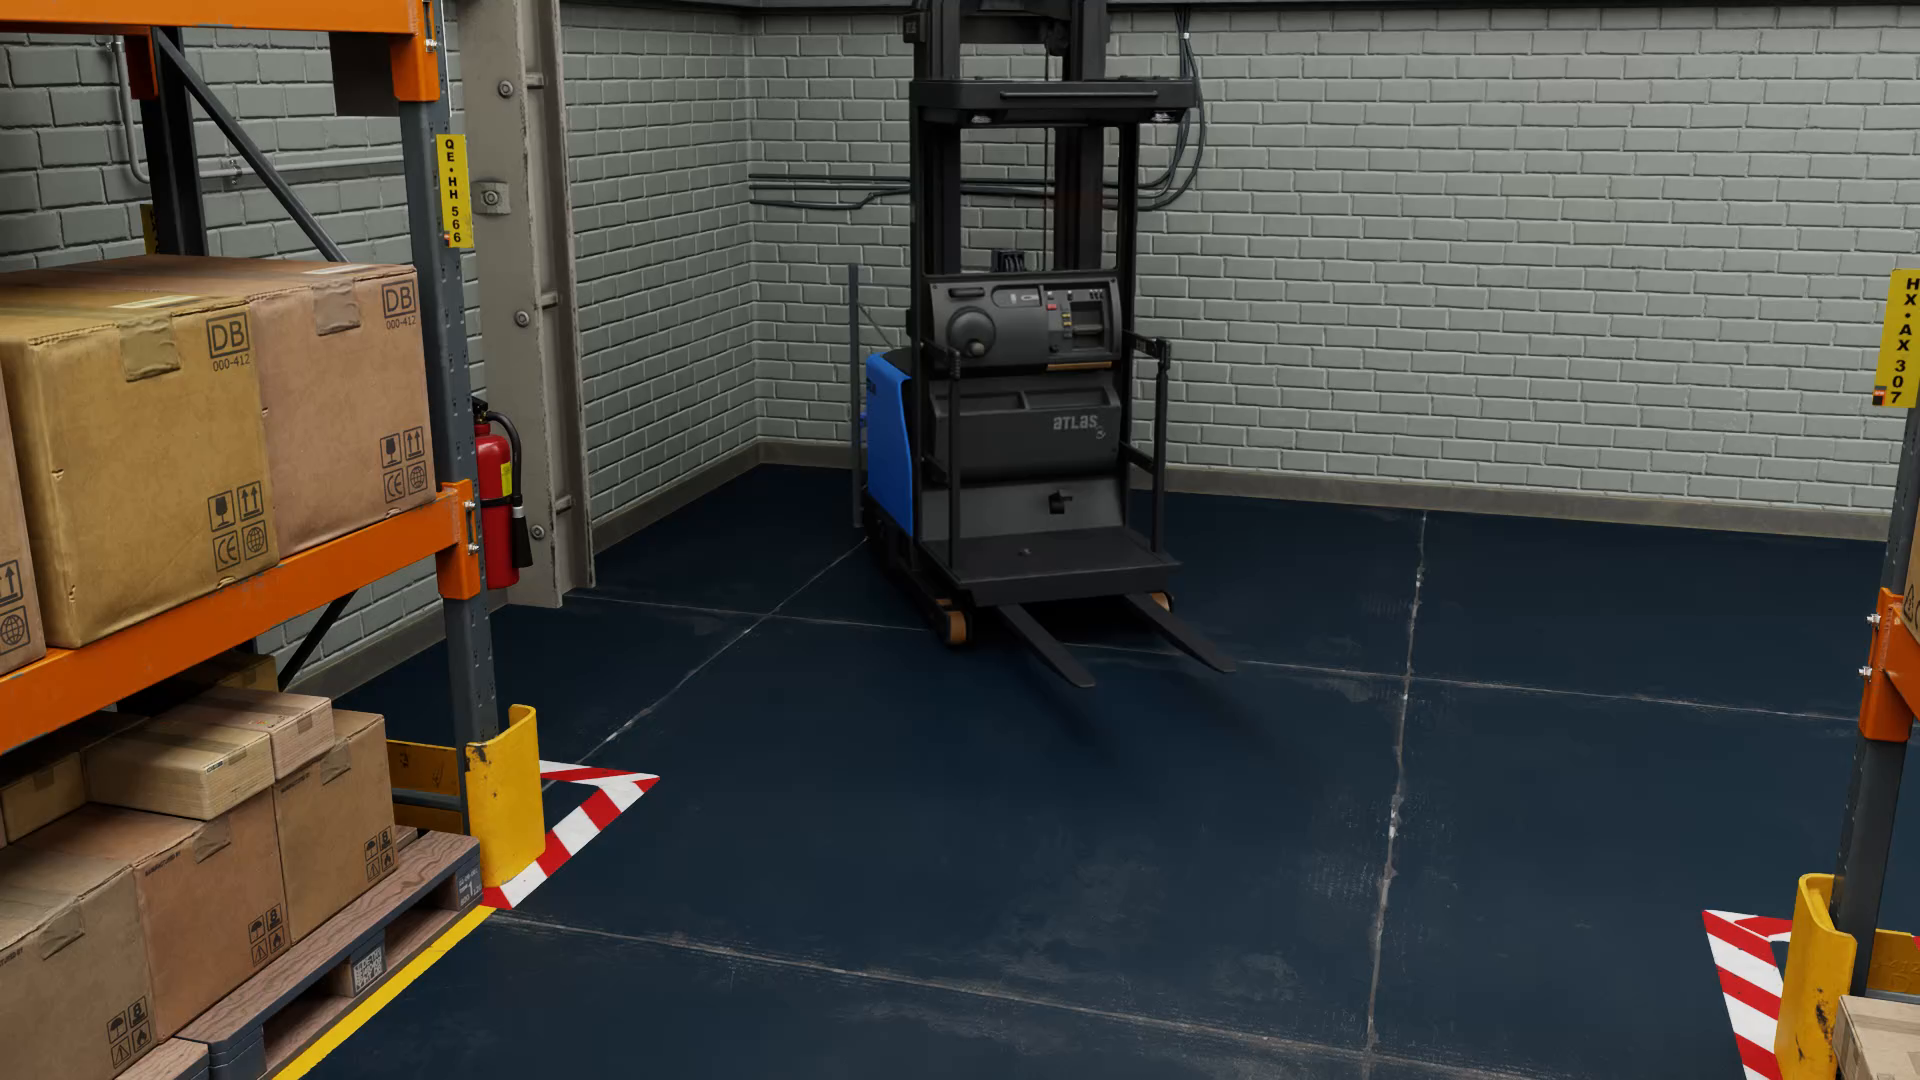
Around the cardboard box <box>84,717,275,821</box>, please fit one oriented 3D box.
[{"bbox_3d":[-2.040,0.595,4.356,0.380,0.149,0.250,5,17,17],"label":"cardboard box"}]

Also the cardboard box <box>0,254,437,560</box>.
[{"bbox_3d":[-2.139,-0.409,4.724,0.980,0.700,0.700,5,17,18],"label":"cardboard box"}]

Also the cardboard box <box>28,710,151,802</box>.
[{"bbox_3d":[-2.406,0.565,4.463,0.380,0.149,0.250,5,16,16],"label":"cardboard box"}]

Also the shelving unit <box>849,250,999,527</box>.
[{"bbox_3d":[-0.192,-0.909,9.786,0.538,1.500,1.048,6,17,21],"label":"shelving unit"}]

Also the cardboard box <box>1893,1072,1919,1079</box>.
[{"bbox_3d":[2.179,1.347,3.317,0.500,0.250,0.500,5,16,16],"label":"cardboard box"}]

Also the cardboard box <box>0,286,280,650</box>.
[{"bbox_3d":[-2.335,-0.218,4.050,0.980,0.700,0.700,4,16,15],"label":"cardboard box"}]

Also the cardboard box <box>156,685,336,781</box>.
[{"bbox_3d":[-1.968,0.528,4.592,0.380,0.149,0.250,4,16,15],"label":"cardboard box"}]

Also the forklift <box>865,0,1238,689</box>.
[{"bbox_3d":[0.375,-1.043,7.635,1.130,2.935,3.031,-4,16,-15],"label":"forklift"}]

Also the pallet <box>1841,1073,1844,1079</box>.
[{"bbox_3d":[2.500,1.555,3.462,1.003,0.211,1.213,5,16,16],"label":"pallet"}]

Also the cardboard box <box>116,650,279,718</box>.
[{"bbox_3d":[-2.262,0.432,4.930,0.380,0.149,0.250,5,17,16],"label":"cardboard box"}]

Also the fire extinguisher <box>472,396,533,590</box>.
[{"bbox_3d":[-1.518,-0.186,5.312,0.296,0.674,0.183,5,16,16],"label":"fire extinguisher"}]

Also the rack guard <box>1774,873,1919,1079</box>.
[{"bbox_3d":[2.726,1.207,4.158,1.175,0.500,0.348,5,16,16],"label":"rack guard"}]

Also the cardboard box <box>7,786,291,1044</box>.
[{"bbox_3d":[-2.248,0.924,4.387,0.700,0.500,0.500,5,16,16],"label":"cardboard box"}]

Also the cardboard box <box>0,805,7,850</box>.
[{"bbox_3d":[-2.549,0.697,3.997,0.380,0.149,0.250,5,17,17],"label":"cardboard box"}]

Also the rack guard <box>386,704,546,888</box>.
[{"bbox_3d":[-1.996,0.798,5.601,1.175,0.500,0.348,5,16,16],"label":"rack guard"}]

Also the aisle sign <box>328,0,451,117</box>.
[{"bbox_3d":[-1.695,-1.645,4.867,0.394,0.787,0.004,5,16,16],"label":"aisle sign"}]

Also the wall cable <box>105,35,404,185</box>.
[{"bbox_3d":[-2.546,-1.296,6.539,0.084,1.984,1.851,5,16,16],"label":"wall cable"}]

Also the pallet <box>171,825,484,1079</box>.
[{"bbox_3d":[-2.155,1.158,4.859,1.003,0.211,1.213,5,16,16],"label":"pallet"}]

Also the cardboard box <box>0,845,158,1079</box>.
[{"bbox_3d":[-2.391,1.055,3.923,0.700,0.500,0.500,4,16,14],"label":"cardboard box"}]

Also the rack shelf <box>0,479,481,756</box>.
[{"bbox_3d":[-2.572,0.471,3.491,1.077,0.370,4.000,5,16,16],"label":"rack shelf"}]

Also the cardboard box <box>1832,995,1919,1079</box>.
[{"bbox_3d":[2.299,1.227,3.924,0.380,0.149,0.250,5,16,16],"label":"cardboard box"}]

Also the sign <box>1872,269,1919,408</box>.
[{"bbox_3d":[2.227,-0.474,3.917,0.100,0.325,0.005,5,16,16],"label":"sign"}]

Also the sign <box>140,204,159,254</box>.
[{"bbox_3d":[-2.534,-0.898,5.266,0.100,0.325,0.005,5,16,16],"label":"sign"}]

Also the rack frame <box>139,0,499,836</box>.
[{"bbox_3d":[-2.003,-0.399,5.238,1.000,3.000,0.127,5,16,16],"label":"rack frame"}]

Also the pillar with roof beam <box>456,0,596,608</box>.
[{"bbox_3d":[2.062,-3.724,5.969,9.100,9.000,0.400,5,16,16],"label":"pillar with roof beam"}]

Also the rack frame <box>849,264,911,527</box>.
[{"bbox_3d":[-0.379,-0.780,9.331,0.500,1.500,0.032,6,17,21],"label":"rack frame"}]

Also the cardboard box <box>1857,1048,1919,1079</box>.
[{"bbox_3d":[2.228,1.284,3.691,0.380,0.166,0.250,5,16,16],"label":"cardboard box"}]

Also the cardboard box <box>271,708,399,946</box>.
[{"bbox_3d":[-2.106,0.793,4.849,0.700,0.500,0.500,5,16,16],"label":"cardboard box"}]

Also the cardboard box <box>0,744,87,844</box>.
[{"bbox_3d":[-2.477,0.631,4.232,0.380,0.149,0.250,5,17,16],"label":"cardboard box"}]

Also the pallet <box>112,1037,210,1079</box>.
[{"bbox_3d":[-2.504,1.476,3.738,1.003,0.211,1.213,5,16,16],"label":"pallet"}]

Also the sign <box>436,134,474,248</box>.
[{"bbox_3d":[-1.487,-1.024,4.886,0.100,0.325,0.005,5,16,16],"label":"sign"}]

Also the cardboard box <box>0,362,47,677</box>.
[{"bbox_3d":[-2.560,-0.019,3.349,0.980,0.700,0.700,4,16,13],"label":"cardboard box"}]

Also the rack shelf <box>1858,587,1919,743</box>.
[{"bbox_3d":[2.179,0.854,2.140,1.077,0.370,4.000,5,16,16],"label":"rack shelf"}]

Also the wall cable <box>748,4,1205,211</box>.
[{"bbox_3d":[-0.053,-3.243,9.962,3.097,2.526,0.112,5,16,16],"label":"wall cable"}]

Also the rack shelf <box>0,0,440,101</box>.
[{"bbox_3d":[-2.572,-0.972,3.082,1.077,0.370,4.000,5,16,16],"label":"rack shelf"}]

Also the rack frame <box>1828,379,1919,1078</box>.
[{"bbox_3d":[2.747,-0.015,3.887,1.000,3.000,0.127,5,16,16],"label":"rack frame"}]

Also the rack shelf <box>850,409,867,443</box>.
[{"bbox_3d":[-0.192,-0.736,9.835,0.538,0.185,1.000,6,17,21],"label":"rack shelf"}]

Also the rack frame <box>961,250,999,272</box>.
[{"bbox_3d":[-0.004,-1.038,10.240,0.500,1.500,0.032,6,17,21],"label":"rack frame"}]

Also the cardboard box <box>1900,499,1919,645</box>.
[{"bbox_3d":[2.368,0.032,3.536,0.500,0.500,0.500,5,17,17],"label":"cardboard box"}]
